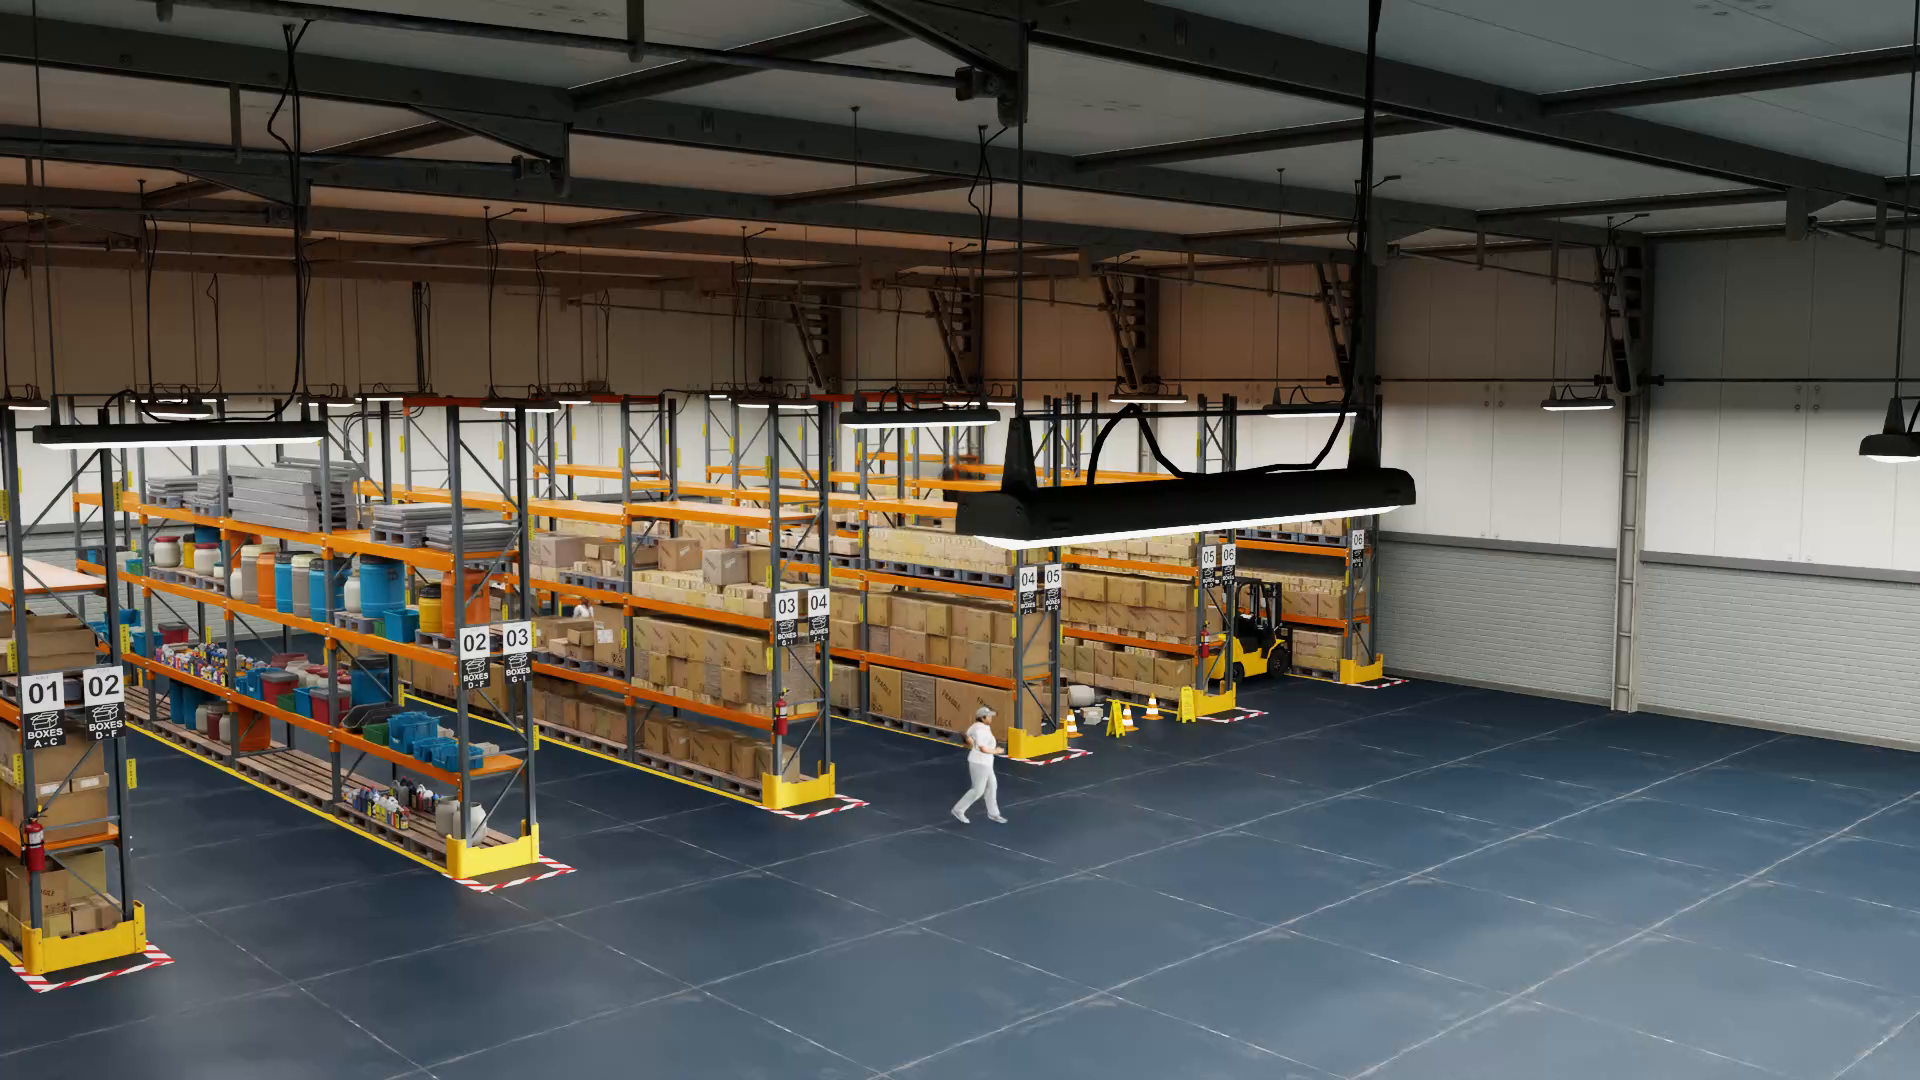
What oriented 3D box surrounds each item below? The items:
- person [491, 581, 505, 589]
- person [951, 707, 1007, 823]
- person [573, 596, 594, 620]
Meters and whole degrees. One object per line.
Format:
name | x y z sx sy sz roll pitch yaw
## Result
person | -11.042 1.646 39.756 0.718 1.764 0.635 3 6 25
person | 0.275 3.219 23.662 0.818 1.702 0.622 0 6 -2
person | -8.002 1.980 35.609 0.944 1.774 0.659 5 8 44
